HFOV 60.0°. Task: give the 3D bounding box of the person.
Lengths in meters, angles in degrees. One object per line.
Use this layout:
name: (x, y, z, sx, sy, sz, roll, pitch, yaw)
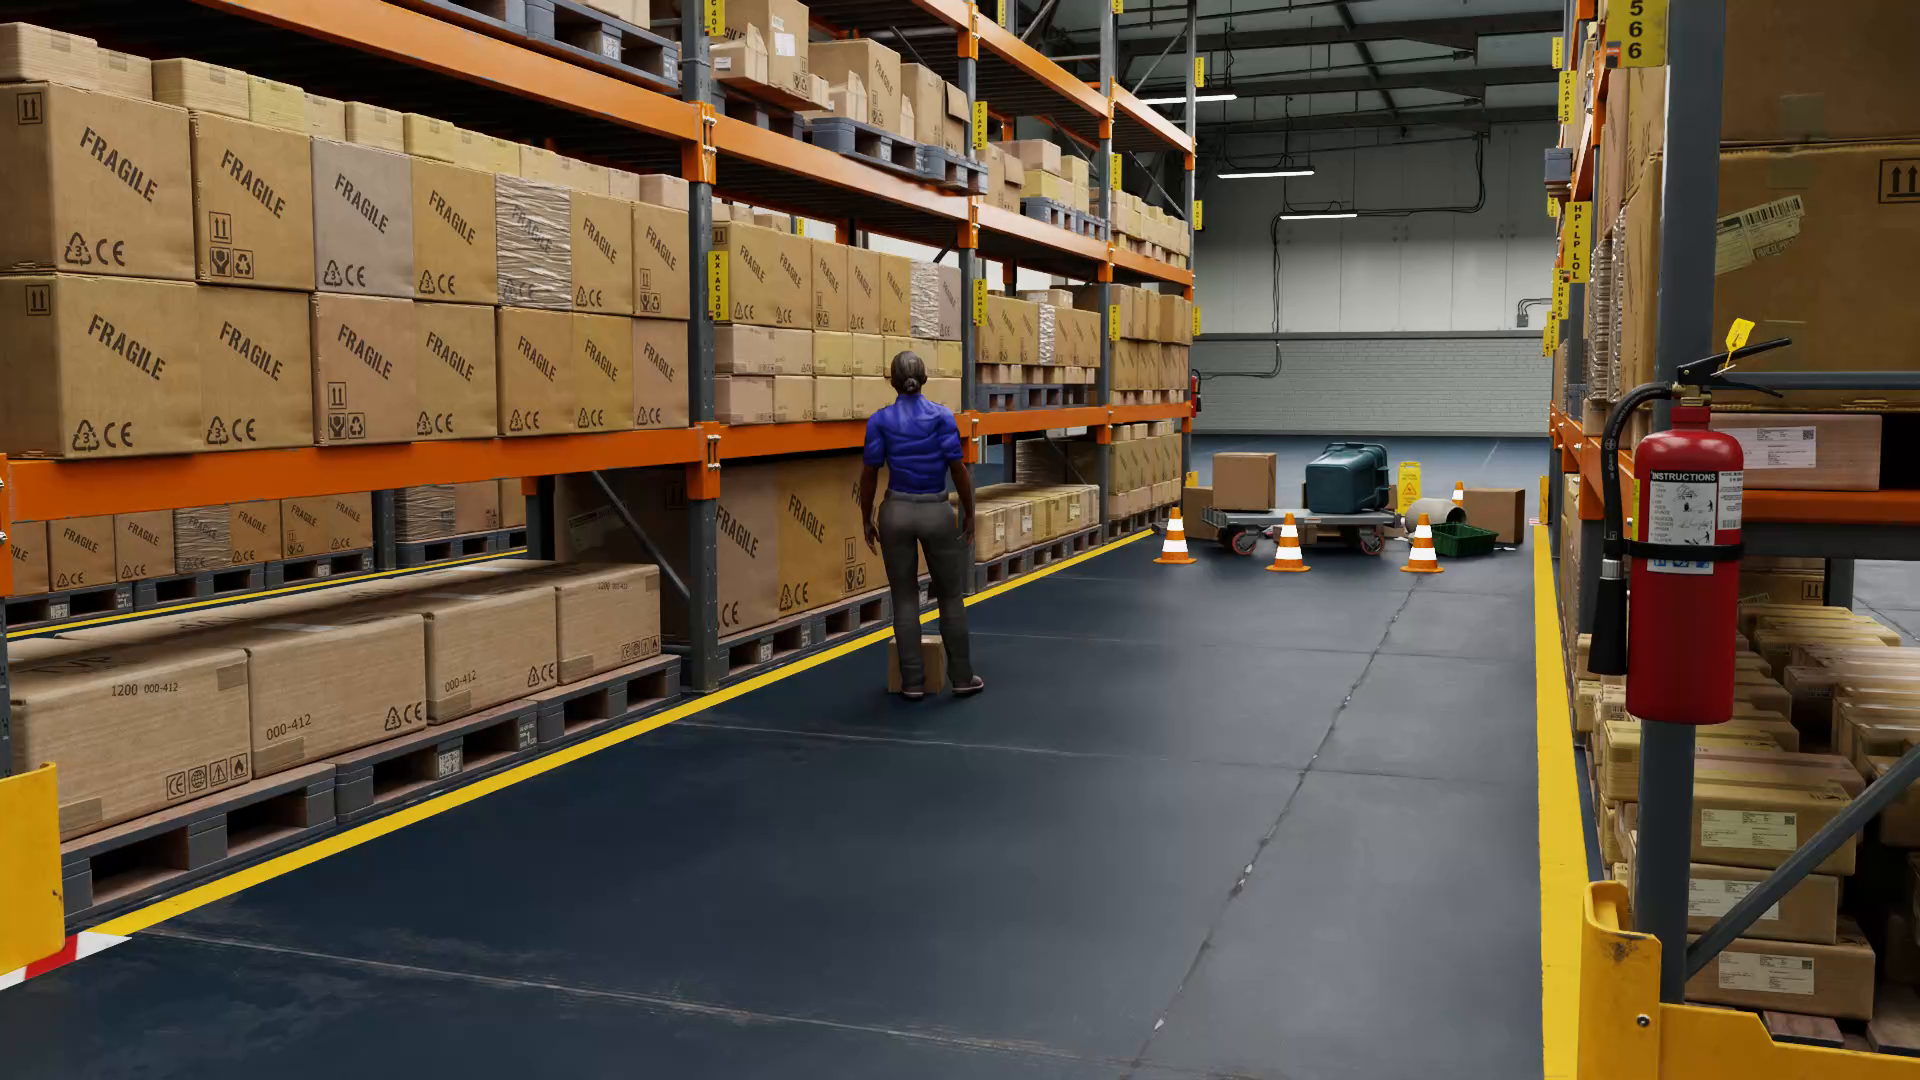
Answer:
person: (-0.182, -0.074, 7.985, 0.570, 1.656, 0.503, 0, 5, 5)
